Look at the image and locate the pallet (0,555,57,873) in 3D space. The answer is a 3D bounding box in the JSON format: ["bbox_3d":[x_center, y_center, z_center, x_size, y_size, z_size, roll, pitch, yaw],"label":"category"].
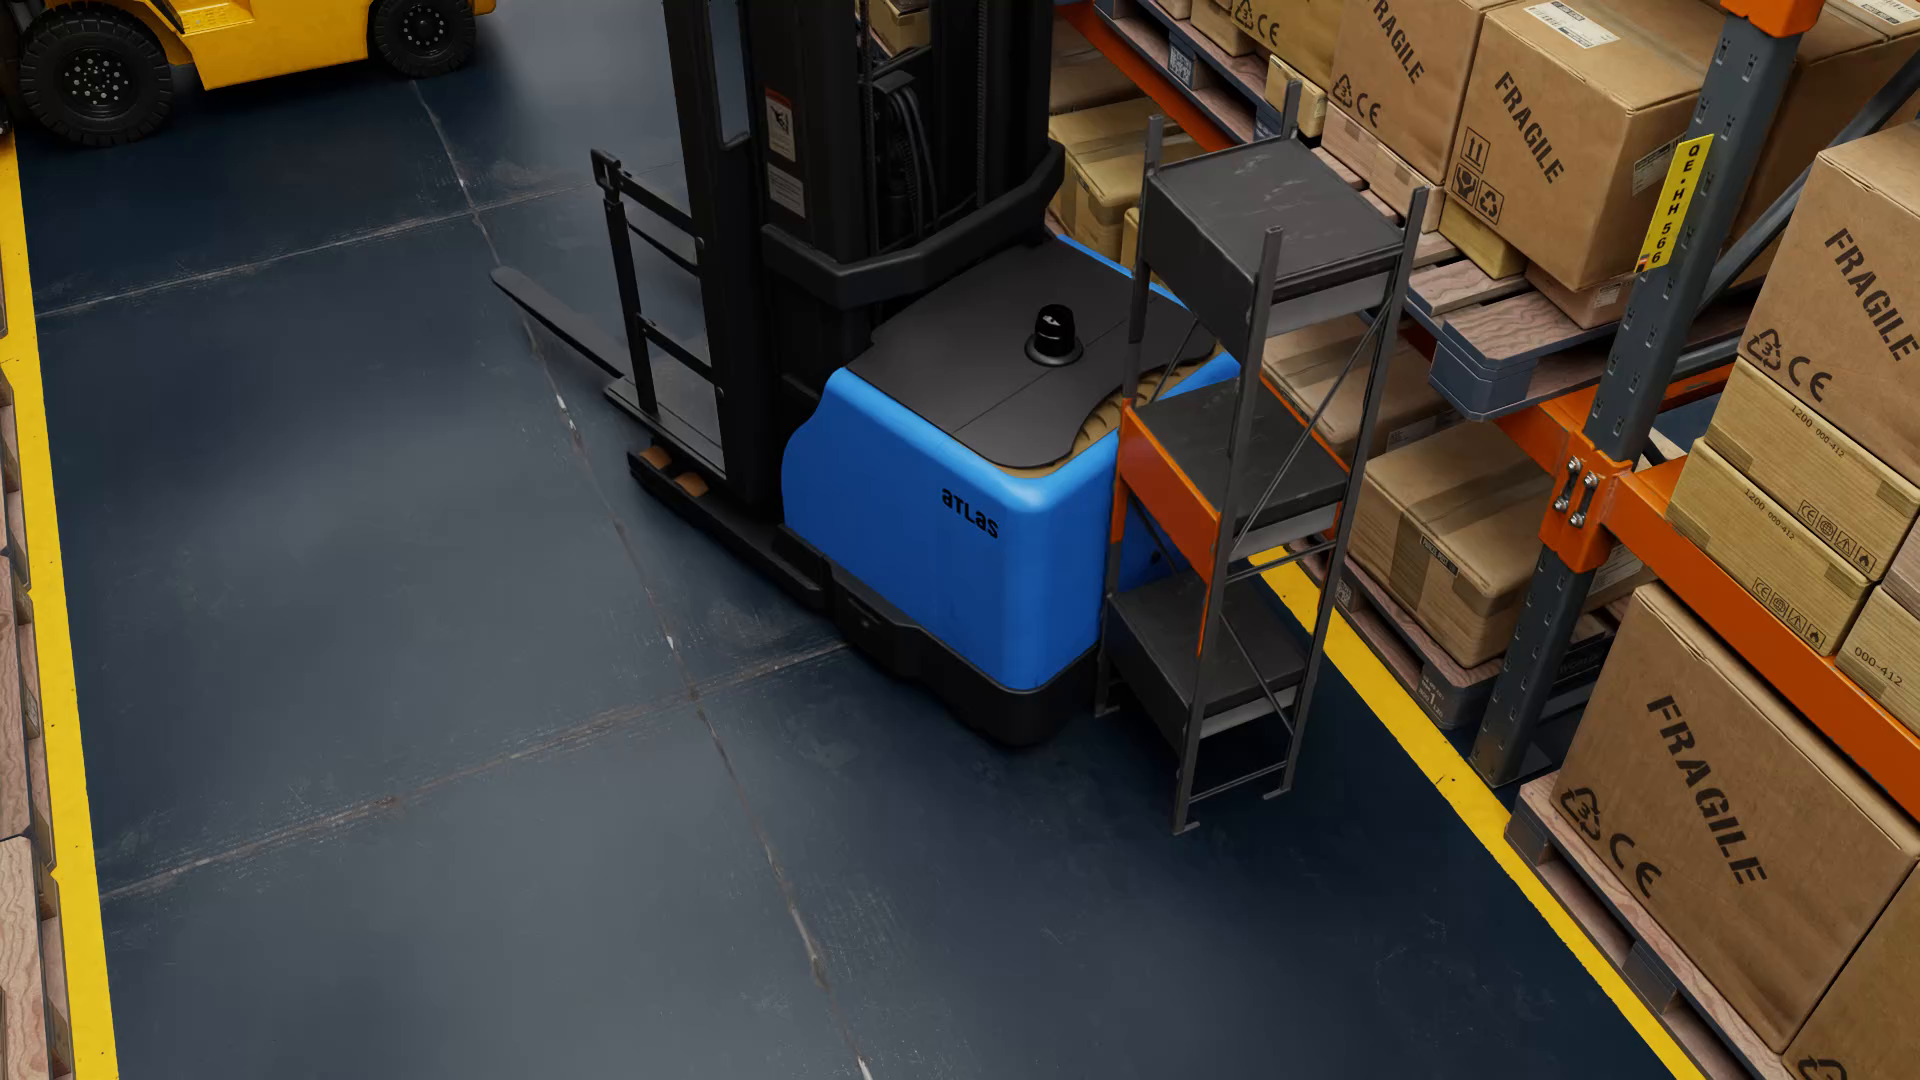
[{"bbox_3d":[-3.298,0.647,4.944,1.003,0.211,1.213,-18,47,-17],"label":"pallet"}]

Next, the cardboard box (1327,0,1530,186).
[{"bbox_3d":[1.353,-1.326,4.377,0.500,0.500,0.500,-19,48,-18],"label":"cardboard box"}]

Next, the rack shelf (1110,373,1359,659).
[{"bbox_3d":[0.705,-0.087,4.362,0.431,0.518,0.480,-18,47,-17],"label":"rack shelf"}]

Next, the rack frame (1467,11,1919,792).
[{"bbox_3d":[2.024,-0.502,4.123,1.000,3.000,0.127,-18,47,-17],"label":"rack frame"}]

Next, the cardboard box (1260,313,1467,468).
[{"bbox_3d":[1.478,-0.546,5.740,0.950,0.372,0.625,-19,48,-18],"label":"cardboard box"}]

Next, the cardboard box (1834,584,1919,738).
[{"bbox_3d":[2.233,0.260,3.458,0.500,0.250,0.500,-19,48,-19],"label":"cardboard box"}]

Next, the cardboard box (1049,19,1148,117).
[{"bbox_3d":[0.565,-1.931,7.143,0.950,0.372,0.625,-17,47,-17],"label":"cardboard box"}]

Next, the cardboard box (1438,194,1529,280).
[{"bbox_3d":[1.494,-0.850,4.356,0.380,0.149,0.250,-17,47,-17],"label":"cardboard box"}]

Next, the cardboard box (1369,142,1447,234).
[{"bbox_3d":[1.347,-0.998,4.505,0.380,0.149,0.250,-18,48,-18],"label":"cardboard box"}]

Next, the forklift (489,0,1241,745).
[{"bbox_3d":[-0.528,-1.350,5.031,3.031,2.935,1.130,35,54,30],"label":"forklift"}]

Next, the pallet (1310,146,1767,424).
[{"bbox_3d":[1.627,-0.856,4.618,1.213,0.211,1.003,-18,47,-17],"label":"pallet"}]

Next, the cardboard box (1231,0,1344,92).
[{"bbox_3d":[1.140,-1.648,4.702,0.500,0.500,0.500,-21,48,-20],"label":"cardboard box"}]

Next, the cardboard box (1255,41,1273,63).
[{"bbox_3d":[1.129,-1.529,5.044,0.380,0.149,0.250,-18,47,-17],"label":"cardboard box"}]

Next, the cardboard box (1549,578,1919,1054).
[{"bbox_3d":[2.239,0.570,4.250,0.875,0.875,0.875,-18,48,-18],"label":"cardboard box"}]

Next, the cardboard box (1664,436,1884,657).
[{"bbox_3d":[2.001,-0.062,3.784,0.500,0.250,0.500,-19,48,-18],"label":"cardboard box"}]

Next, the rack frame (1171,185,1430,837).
[{"bbox_3d":[0.807,0.059,4.195,0.400,2.100,0.015,-18,47,-17],"label":"rack frame"}]

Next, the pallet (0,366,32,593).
[{"bbox_3d":[-3.815,-0.132,5.733,1.003,0.211,1.213,-18,47,-17],"label":"pallet"}]

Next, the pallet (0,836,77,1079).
[{"bbox_3d":[-2.789,1.423,4.157,1.003,0.211,1.213,-18,47,-17],"label":"pallet"}]

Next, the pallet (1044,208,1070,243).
[{"bbox_3d":[0.670,-1.562,7.183,1.003,0.211,1.213,-18,47,-17],"label":"pallet"}]

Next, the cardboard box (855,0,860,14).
[{"bbox_3d":[-0.384,-2.855,8.167,0.500,0.250,0.500,-19,48,-18],"label":"cardboard box"}]

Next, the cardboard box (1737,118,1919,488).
[{"bbox_3d":[2.009,-0.506,3.345,0.500,0.500,0.500,-20,48,-19],"label":"cardboard box"}]

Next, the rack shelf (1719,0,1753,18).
[{"bbox_3d":[1.183,-2.588,4.613,1.077,0.370,4.000,-18,47,-17],"label":"rack shelf"}]

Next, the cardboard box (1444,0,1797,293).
[{"bbox_3d":[1.580,-1.000,4.046,0.500,0.500,0.500,-19,48,-19],"label":"cardboard box"}]

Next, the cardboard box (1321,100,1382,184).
[{"bbox_3d":[1.249,-1.161,4.670,0.380,0.149,0.250,-20,48,-19],"label":"cardboard box"}]

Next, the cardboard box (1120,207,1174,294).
[{"bbox_3d":[1.164,-1.031,6.232,0.950,0.372,0.625,-17,47,-16],"label":"cardboard box"}]

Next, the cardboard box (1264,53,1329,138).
[{"bbox_3d":[1.120,-1.332,4.844,0.380,0.149,0.250,-17,47,-17],"label":"cardboard box"}]

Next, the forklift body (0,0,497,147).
[{"bbox_3d":[-3.390,-3.160,7.421,2.313,2.155,1.214,-18,47,-17],"label":"forklift body"}]

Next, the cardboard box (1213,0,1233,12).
[{"bbox_3d":[0.911,-1.996,5.055,0.500,0.500,0.500,-20,48,-19],"label":"cardboard box"}]

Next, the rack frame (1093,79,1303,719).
[{"bbox_3d":[0.602,-0.253,4.510,0.400,2.100,0.015,-18,47,-17],"label":"rack frame"}]

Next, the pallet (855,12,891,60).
[{"bbox_3d":[0.027,-2.476,8.109,1.003,0.211,1.213,-18,47,-17],"label":"pallet"}]

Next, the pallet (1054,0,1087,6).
[{"bbox_3d":[0.531,-2.452,6.236,1.003,0.211,1.213,-18,47,-17],"label":"pallet"}]

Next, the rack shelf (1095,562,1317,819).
[{"bbox_3d":[0.703,0.412,4.853,0.431,0.518,0.480,-18,47,-17],"label":"rack shelf"}]

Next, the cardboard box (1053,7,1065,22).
[{"bbox_3d":[0.339,-2.677,7.986,0.500,0.250,0.500,-20,48,-19],"label":"cardboard box"}]

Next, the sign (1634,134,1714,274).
[{"bbox_3d":[1.535,-0.719,3.575,0.100,0.325,0.005,-18,47,-17],"label":"sign"}]

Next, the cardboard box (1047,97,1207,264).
[{"bbox_3d":[0.870,-1.474,6.680,0.950,0.372,0.625,-15,47,-15],"label":"cardboard box"}]

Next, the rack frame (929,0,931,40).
[{"bbox_3d":[0.342,-3.051,6.706,1.000,3.000,0.127,-18,47,-17],"label":"rack frame"}]

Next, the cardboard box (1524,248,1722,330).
[{"bbox_3d":[1.672,-0.701,4.205,0.380,0.149,0.250,-16,47,-16],"label":"cardboard box"}]

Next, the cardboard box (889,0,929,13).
[{"bbox_3d":[-0.150,-2.786,7.563,0.500,0.500,0.500,-19,48,-18],"label":"cardboard box"}]

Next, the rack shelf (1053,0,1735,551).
[{"bbox_3d":[1.183,-1.520,5.667,1.077,0.370,4.000,-18,47,-17],"label":"rack shelf"}]

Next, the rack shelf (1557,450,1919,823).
[{"bbox_3d":[2.865,1.029,3.084,1.077,0.370,4.000,-18,47,-17],"label":"rack shelf"}]

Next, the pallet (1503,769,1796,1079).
[{"bbox_3d":[2.287,1.016,4.570,1.003,0.211,1.213,-18,47,-17],"label":"pallet"}]

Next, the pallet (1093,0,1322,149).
[{"bbox_3d":[1.154,-1.683,5.456,1.003,0.211,1.213,-18,47,-17],"label":"pallet"}]

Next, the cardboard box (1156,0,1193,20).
[{"bbox_3d":[0.810,-1.826,5.345,0.380,0.149,0.250,-16,47,-16],"label":"cardboard box"}]

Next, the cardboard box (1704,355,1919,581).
[{"bbox_3d":[2.013,-0.230,3.599,0.500,0.250,0.500,-18,47,-18],"label":"cardboard box"}]

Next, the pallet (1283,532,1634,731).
[{"bbox_3d":[1.696,-0.007,5.607,1.003,0.211,1.213,-18,47,-17],"label":"pallet"}]

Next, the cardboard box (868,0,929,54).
[{"bbox_3d":[-0.151,-2.519,7.826,0.500,0.250,0.500,-16,47,-16],"label":"cardboard box"}]

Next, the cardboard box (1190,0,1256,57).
[{"bbox_3d":[0.949,-1.665,5.182,0.380,0.149,0.250,-19,48,-19],"label":"cardboard box"}]

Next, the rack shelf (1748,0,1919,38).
[{"bbox_3d":[2.865,-0.039,2.030,1.077,0.370,4.000,-18,47,-17],"label":"rack shelf"}]

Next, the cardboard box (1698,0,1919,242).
[{"bbox_3d":[2.044,-1.148,4.195,0.500,0.500,0.500,-19,48,-19],"label":"cardboard box"}]

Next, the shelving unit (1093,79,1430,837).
[{"bbox_3d":[0.705,-0.097,4.352,0.431,2.100,0.503,-18,47,-17],"label":"shelving unit"}]

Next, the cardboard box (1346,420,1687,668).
[{"bbox_3d":[1.795,-0.079,5.266,0.950,0.372,0.625,-21,48,-20],"label":"cardboard box"}]

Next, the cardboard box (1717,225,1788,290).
[{"bbox_3d":[2.056,-0.824,4.329,0.380,0.149,0.250,-21,48,-20],"label":"cardboard box"}]

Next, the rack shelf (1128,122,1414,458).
[{"bbox_3d":[0.706,-0.586,3.871,0.431,0.518,0.480,-18,47,-17],"label":"rack shelf"}]

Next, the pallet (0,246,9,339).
[{"bbox_3d":[-4.457,-1.109,6.723,1.003,0.211,1.213,-18,47,-17],"label":"pallet"}]

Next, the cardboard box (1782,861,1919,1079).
[{"bbox_3d":[2.610,1.140,3.673,0.875,0.875,0.875,-17,47,-17],"label":"cardboard box"}]

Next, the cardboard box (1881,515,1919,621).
[{"bbox_3d":[2.229,0.099,3.264,0.500,0.250,0.500,-17,47,-16],"label":"cardboard box"}]

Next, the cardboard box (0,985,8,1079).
[{"bbox_3d":[-2.728,1.261,3.728,0.875,0.625,0.625,-17,47,-16],"label":"cardboard box"}]
